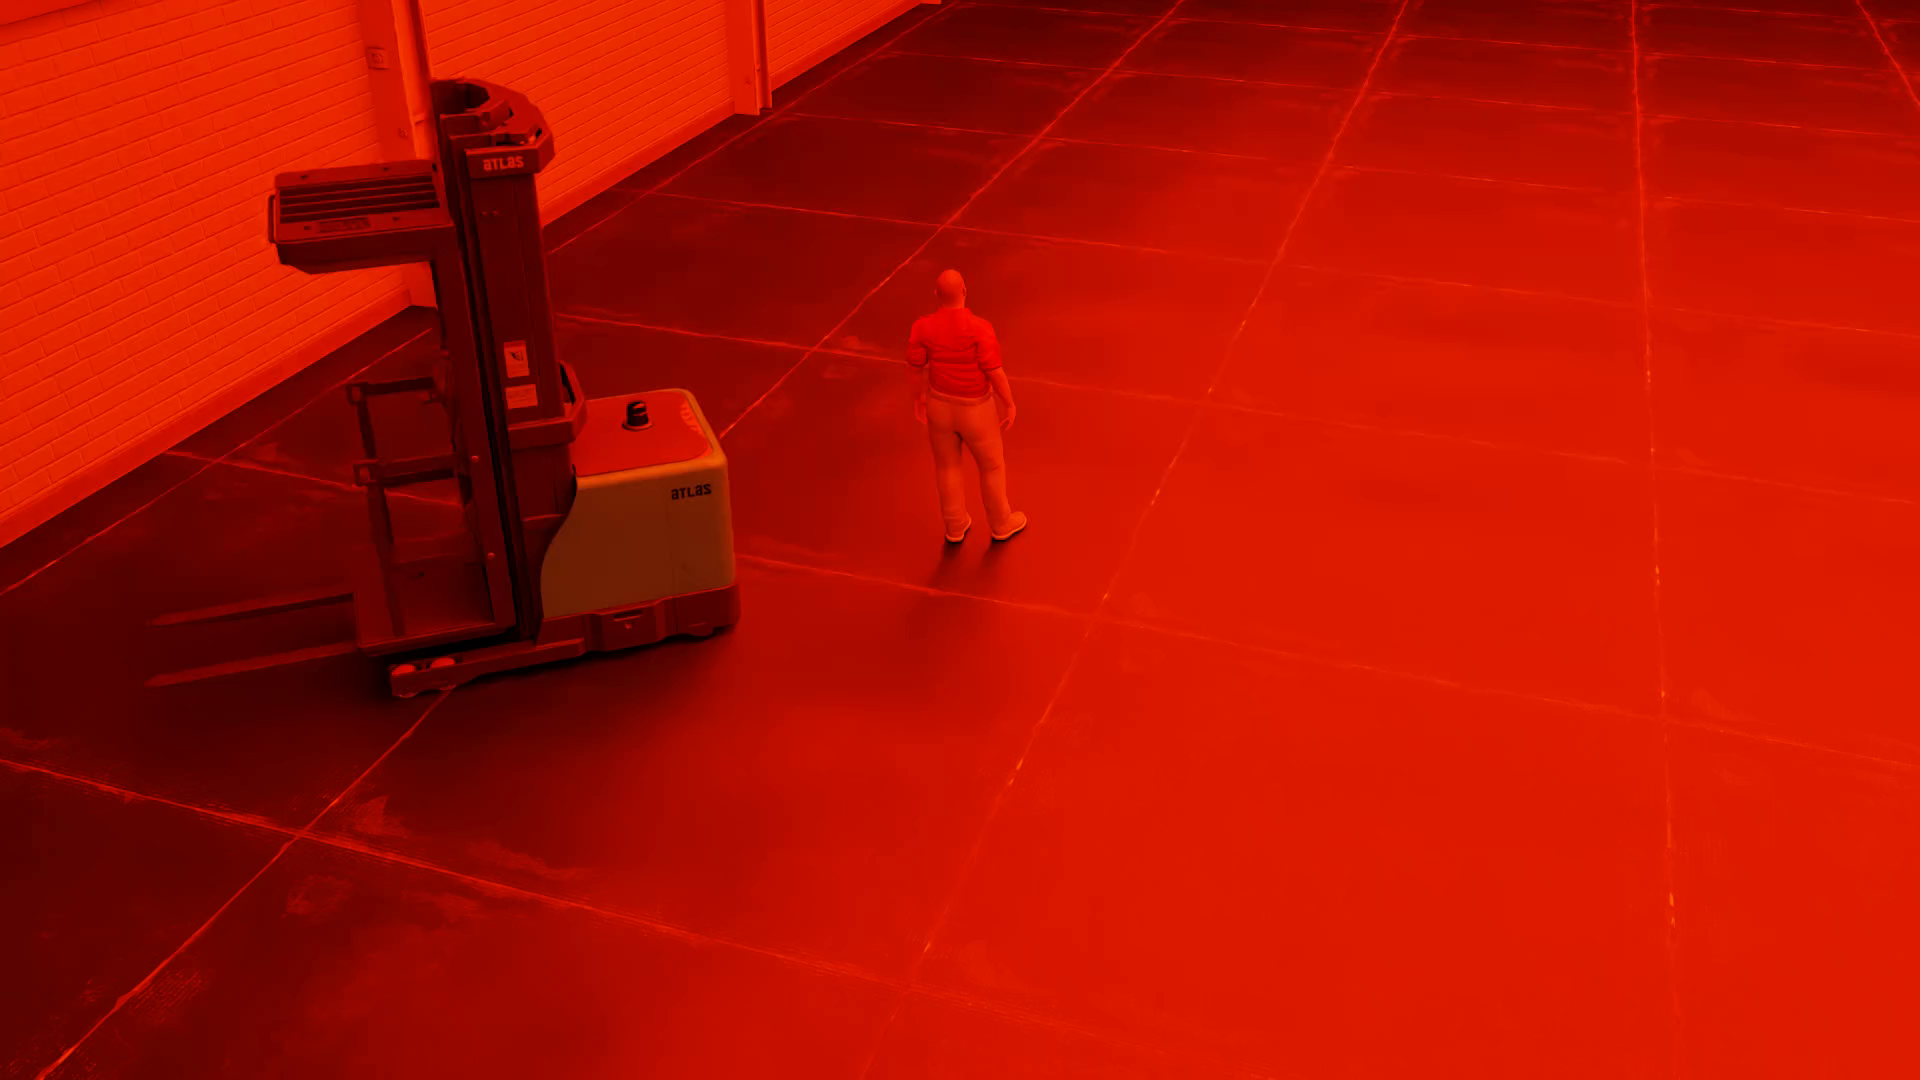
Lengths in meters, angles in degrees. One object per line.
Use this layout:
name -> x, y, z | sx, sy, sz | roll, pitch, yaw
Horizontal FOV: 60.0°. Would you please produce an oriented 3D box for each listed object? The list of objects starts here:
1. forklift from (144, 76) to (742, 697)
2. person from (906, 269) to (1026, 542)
forklift -> -2.784, -0.749, 8.451 | 3.031, 2.935, 1.130 | -10, 31, -17
person -> 0.041, -0.797, 9.735 | 0.640, 1.727, 0.551 | 10, 31, 16
